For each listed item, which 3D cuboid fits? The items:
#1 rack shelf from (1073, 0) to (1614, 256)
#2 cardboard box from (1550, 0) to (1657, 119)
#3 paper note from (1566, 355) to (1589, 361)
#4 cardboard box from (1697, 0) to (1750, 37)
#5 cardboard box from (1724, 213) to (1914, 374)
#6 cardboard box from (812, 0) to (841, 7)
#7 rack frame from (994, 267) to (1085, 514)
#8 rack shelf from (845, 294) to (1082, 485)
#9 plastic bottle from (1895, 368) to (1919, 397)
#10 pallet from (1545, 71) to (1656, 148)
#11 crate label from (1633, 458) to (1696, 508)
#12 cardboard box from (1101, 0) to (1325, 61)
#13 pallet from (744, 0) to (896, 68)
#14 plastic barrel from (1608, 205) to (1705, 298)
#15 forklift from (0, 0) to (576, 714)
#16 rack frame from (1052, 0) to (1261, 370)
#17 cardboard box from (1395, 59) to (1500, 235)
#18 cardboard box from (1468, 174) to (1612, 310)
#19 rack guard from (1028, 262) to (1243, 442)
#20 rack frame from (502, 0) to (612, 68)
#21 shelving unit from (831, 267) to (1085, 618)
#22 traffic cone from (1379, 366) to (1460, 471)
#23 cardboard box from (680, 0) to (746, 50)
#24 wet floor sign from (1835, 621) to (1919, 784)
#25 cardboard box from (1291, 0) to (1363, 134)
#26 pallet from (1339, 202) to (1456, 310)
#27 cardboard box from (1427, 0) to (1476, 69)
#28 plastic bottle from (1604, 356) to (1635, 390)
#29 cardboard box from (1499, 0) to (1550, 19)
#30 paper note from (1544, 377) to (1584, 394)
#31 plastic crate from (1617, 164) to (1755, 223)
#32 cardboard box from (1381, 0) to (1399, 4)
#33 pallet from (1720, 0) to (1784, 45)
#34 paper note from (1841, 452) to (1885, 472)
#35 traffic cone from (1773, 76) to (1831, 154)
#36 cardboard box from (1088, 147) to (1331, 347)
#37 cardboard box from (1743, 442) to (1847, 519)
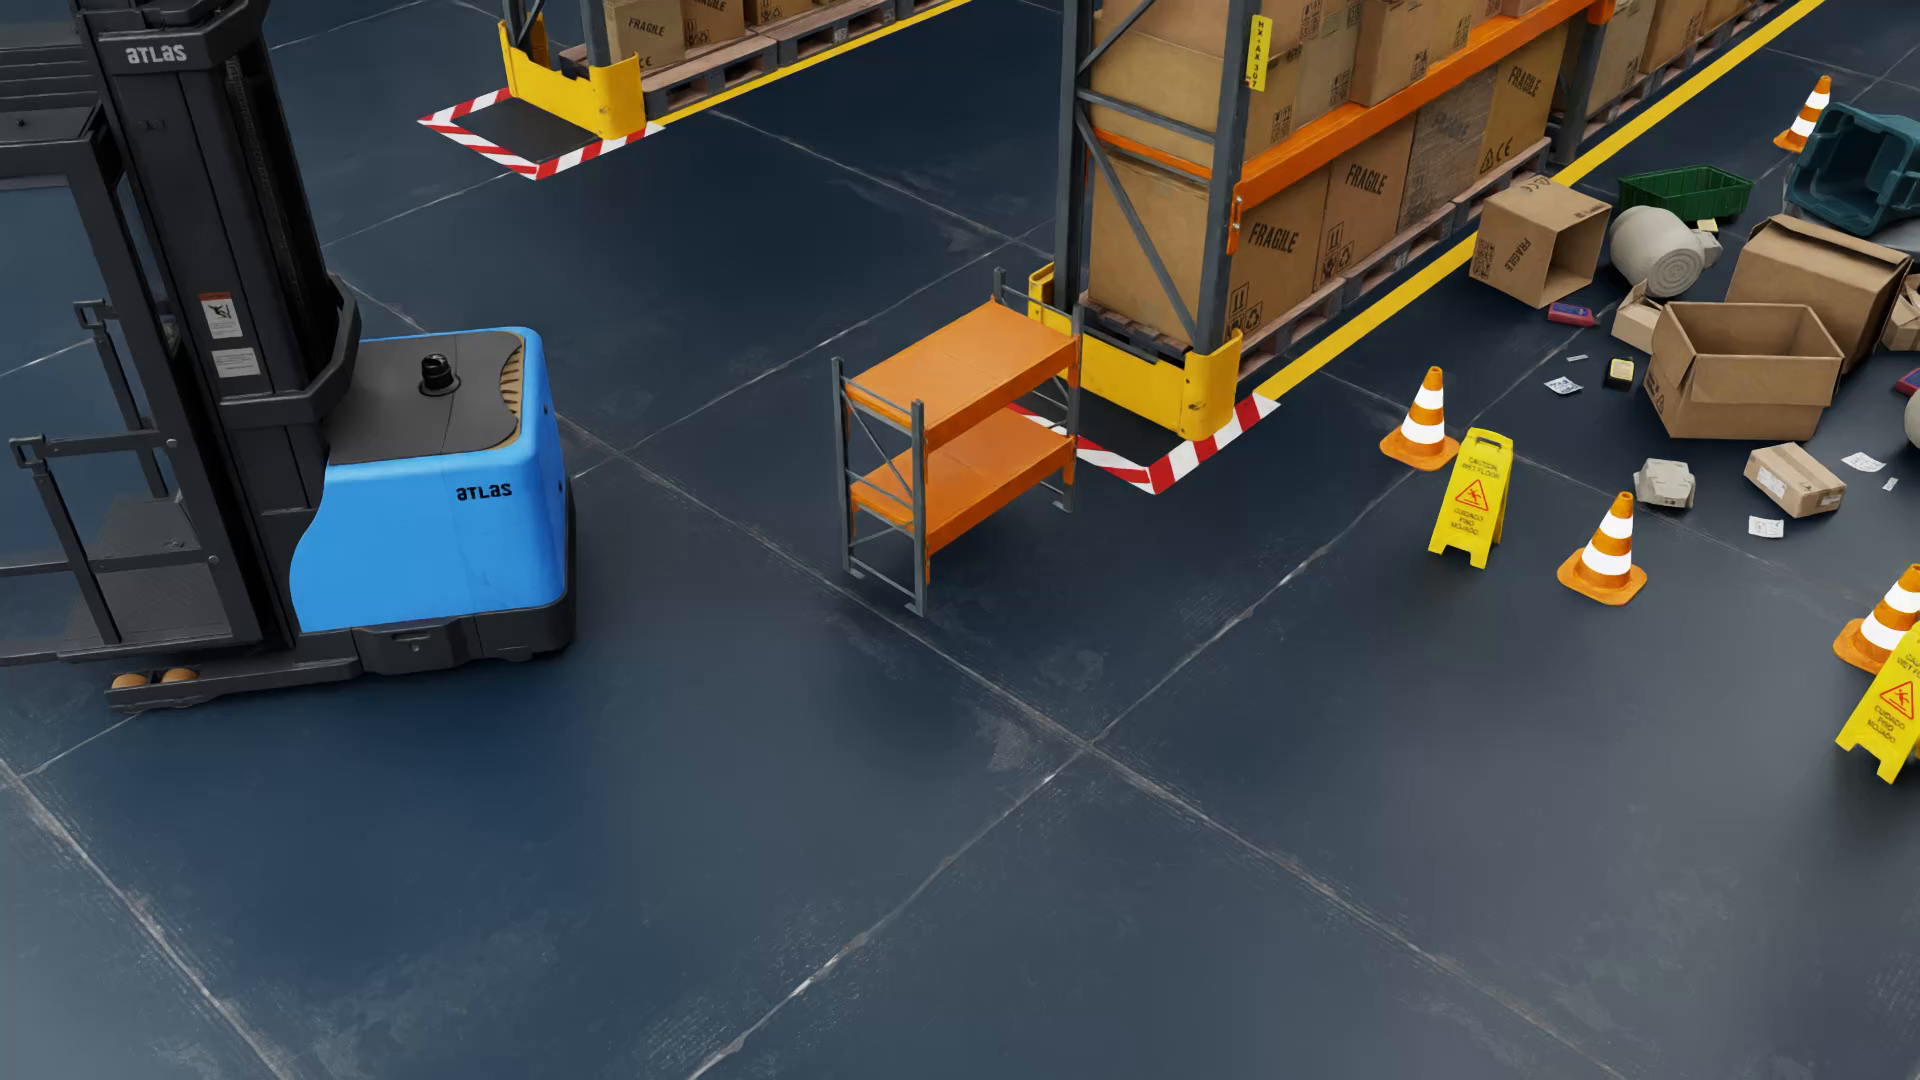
[{"bbox_3d":[2.245,-2.625,9.219,1.077,0.370,4.000,30,47,32],"label":"rack shelf"},{"bbox_3d":[3.947,-3.432,11.127,1.050,0.750,0.750,29,47,32],"label":"cardboard box"},{"bbox_3d":[3.334,-0.983,8.979,0.123,0.001,0.032,-11,40,-14],"label":"paper note"},{"bbox_3d":[5.228,-4.302,12.220,1.050,0.750,0.750,30,48,32],"label":"cardboard box"},{"bbox_3d":[4.559,-1.335,8.915,0.797,0.637,0.503,30,47,32],"label":"cardboard box"},{"bbox_3d":[-1.040,-4.389,12.531,0.500,0.500,0.500,25,45,28],"label":"cardboard box"},{"bbox_3d":[0.348,-0.677,7.698,0.500,1.125,0.032,30,47,32],"label":"rack frame"},{"bbox_3d":[0.005,-0.672,7.222,0.538,0.278,1.000,30,47,32],"label":"rack shelf"},{"bbox_3d":[5.061,-0.838,8.755,0.283,0.061,0.133,-26,45,-29],"label":"plastic bottle"},{"bbox_3d":[4.059,-3.120,11.504,1.003,0.211,1.213,30,47,32],"label":"pallet"},{"bbox_3d":[3.392,-0.272,7.982,0.250,0.136,0.298,8,39,10],"label":"crate label"},{"bbox_3d":[1.175,-2.623,7.651,0.875,0.550,0.550,30,47,32],"label":"cardboard box"},{"bbox_3d":[-1.249,-3.977,12.581,1.003,0.211,1.213,30,47,32],"label":"pallet"},{"bbox_3d":[3.961,-1.652,9.487,0.421,0.421,0.512,-5,39,-6],"label":"plastic barrel"},{"bbox_3d":[-3.216,-0.789,6.387,3.031,2.935,1.130,-6,39,-8],"label":"forklift"},{"bbox_3d":[0.896,-1.988,7.840,1.000,3.000,0.127,30,47,32],"label":"rack frame"},{"bbox_3d":[2.513,-2.483,9.832,0.875,0.875,0.875,30,47,32],"label":"cardboard box"},{"bbox_3d":[3.305,-1.704,9.489,0.500,0.500,0.500,-26,45,-29],"label":"cardboard box"},{"bbox_3d":[0.880,-0.998,8.604,1.175,0.500,0.348,30,47,32],"label":"rack guard"},{"bbox_3d":[-2.697,-4.117,10.517,1.000,3.000,0.127,30,47,32],"label":"rack frame"},{"bbox_3d":[0.005,-0.443,7.404,0.538,1.125,1.048,30,47,32],"label":"shelving unit"},{"bbox_3d":[2.302,-0.643,8.186,0.336,0.463,0.334,30,47,32],"label":"traffic cone"},{"bbox_3d":[-1.886,-3.872,11.880,0.500,0.500,0.500,-22,43,-25],"label":"cardboard box"},{"bbox_3d":[3.700,0.604,6.472,0.232,0.644,0.267,-18,42,-21],"label":"wet floor sign"},{"bbox_3d":[1.468,-2.498,8.361,0.875,0.550,0.550,30,47,32],"label":"cardboard box"},{"bbox_3d":[2.201,-1.854,9.913,1.003,0.211,1.213,30,47,32],"label":"pallet"},{"bbox_3d":[2.265,-2.963,8.946,0.875,0.550,0.500,30,47,32],"label":"cardboard box"},{"bbox_3d":[3.507,-0.899,8.831,0.133,0.061,0.283,14,41,17],"label":"plastic bottle"},{"bbox_3d":[3.000,-3.448,9.555,0.875,0.550,0.550,30,47,32],"label":"cardboard box"},{"bbox_3d":[3.179,-0.813,8.750,0.142,0.017,0.144,-18,42,-21],"label":"paper note"},{"bbox_3d":[4.444,-2.117,10.216,0.662,0.188,0.450,-11,30,-14],"label":"plastic crate"},{"bbox_3d":[1.956,-3.115,8.269,0.875,0.550,0.550,30,47,32],"label":"cardboard box"},{"bbox_3d":[5.705,-4.241,12.914,1.003,0.211,1.213,30,47,32],"label":"pallet"},{"bbox_3d":[4.470,-0.387,8.221,0.142,0.019,0.148,-18,42,-21],"label":"paper note"},{"bbox_3d":[5.614,-2.815,10.918,0.336,0.463,0.334,30,47,32],"label":"traffic cone"},{"bbox_3d":[1.304,-1.660,8.797,0.875,0.875,0.875,30,47,32],"label":"cardboard box"},{"bbox_3d":[4.011,-0.290,7.995,0.250,0.149,0.380,-11,40,-14],"label":"cardboard box"}]
